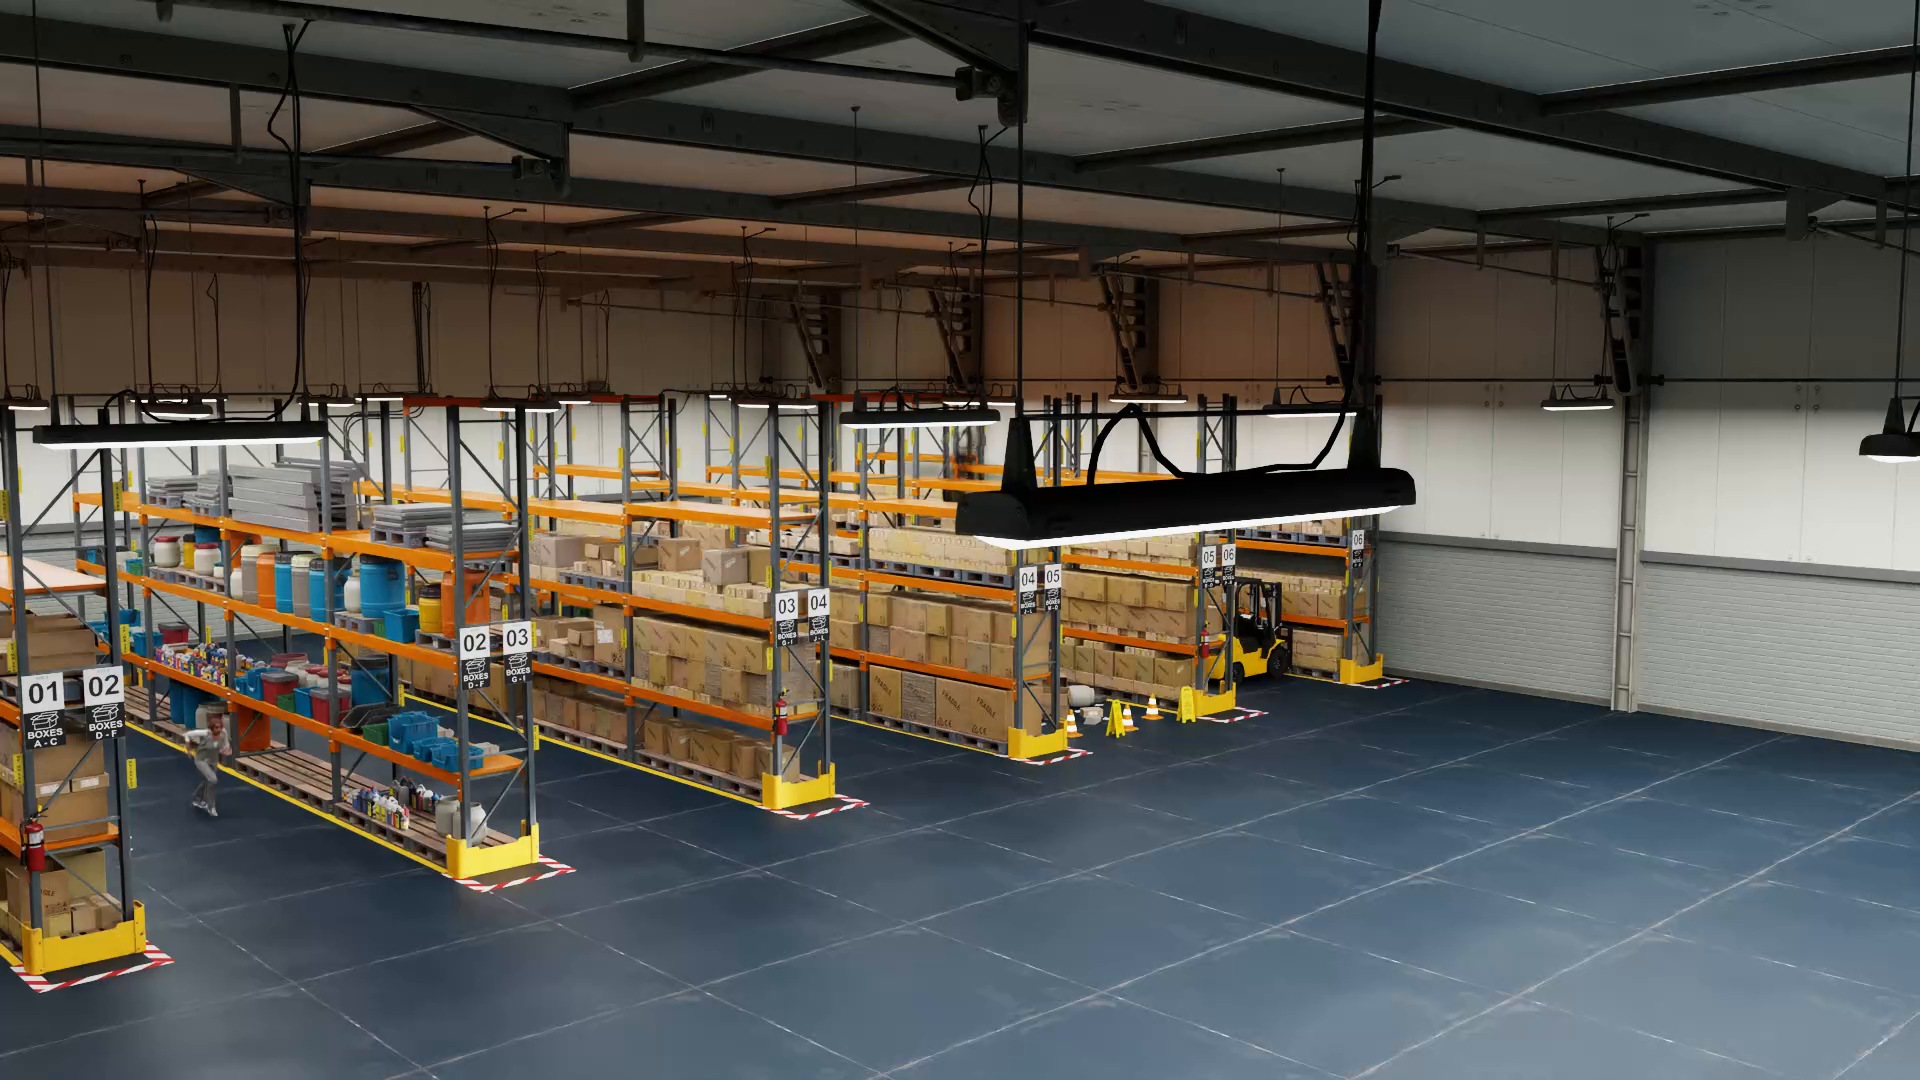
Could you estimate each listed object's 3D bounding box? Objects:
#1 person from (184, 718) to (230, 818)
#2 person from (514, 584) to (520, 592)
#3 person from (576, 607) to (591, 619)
[{"bbox_3d":[-10.920,3.282,24.090,0.906,1.503,0.574,4,7,38],"label":"person"},{"bbox_3d":[-10.656,1.664,40.110,0.617,1.648,0.702,3,6,27],"label":"person"},{"bbox_3d":[-9.234,1.495,40.988,0.581,1.745,0.649,0,6,-2],"label":"person"}]
